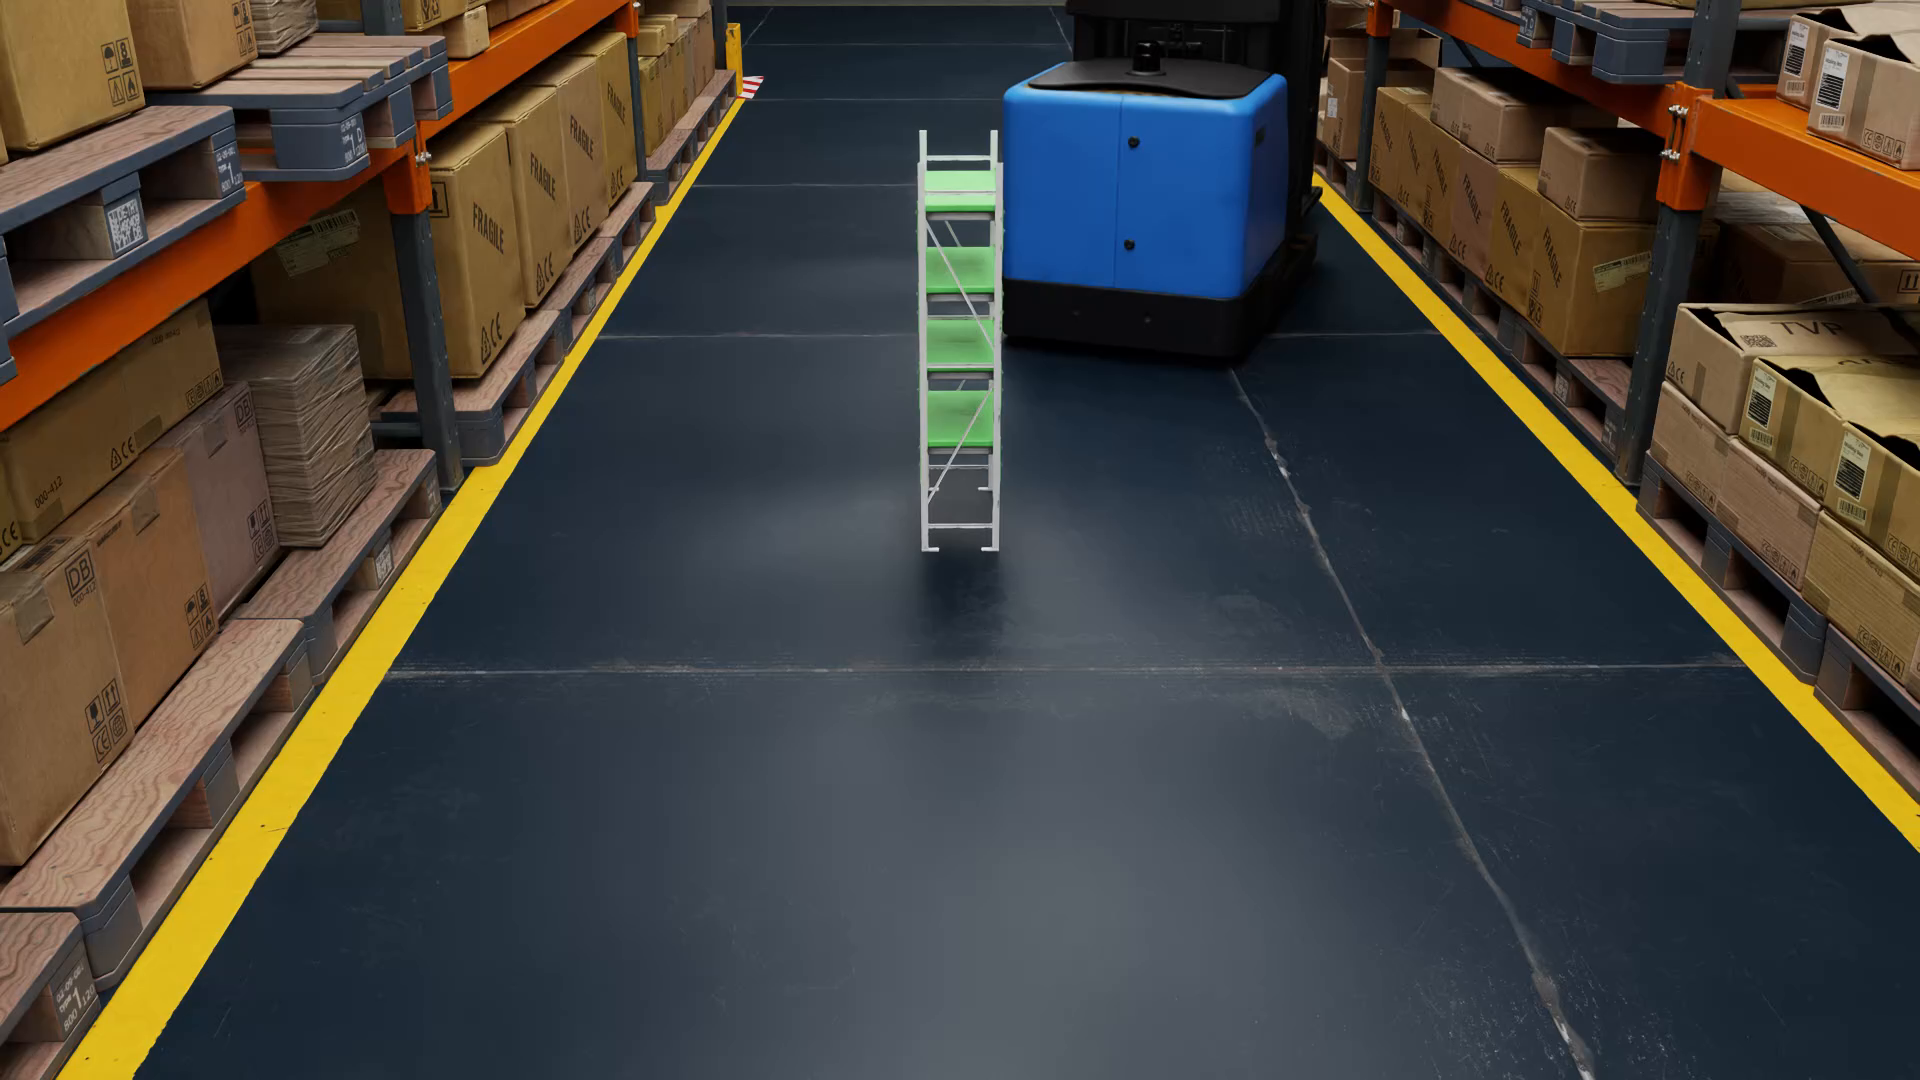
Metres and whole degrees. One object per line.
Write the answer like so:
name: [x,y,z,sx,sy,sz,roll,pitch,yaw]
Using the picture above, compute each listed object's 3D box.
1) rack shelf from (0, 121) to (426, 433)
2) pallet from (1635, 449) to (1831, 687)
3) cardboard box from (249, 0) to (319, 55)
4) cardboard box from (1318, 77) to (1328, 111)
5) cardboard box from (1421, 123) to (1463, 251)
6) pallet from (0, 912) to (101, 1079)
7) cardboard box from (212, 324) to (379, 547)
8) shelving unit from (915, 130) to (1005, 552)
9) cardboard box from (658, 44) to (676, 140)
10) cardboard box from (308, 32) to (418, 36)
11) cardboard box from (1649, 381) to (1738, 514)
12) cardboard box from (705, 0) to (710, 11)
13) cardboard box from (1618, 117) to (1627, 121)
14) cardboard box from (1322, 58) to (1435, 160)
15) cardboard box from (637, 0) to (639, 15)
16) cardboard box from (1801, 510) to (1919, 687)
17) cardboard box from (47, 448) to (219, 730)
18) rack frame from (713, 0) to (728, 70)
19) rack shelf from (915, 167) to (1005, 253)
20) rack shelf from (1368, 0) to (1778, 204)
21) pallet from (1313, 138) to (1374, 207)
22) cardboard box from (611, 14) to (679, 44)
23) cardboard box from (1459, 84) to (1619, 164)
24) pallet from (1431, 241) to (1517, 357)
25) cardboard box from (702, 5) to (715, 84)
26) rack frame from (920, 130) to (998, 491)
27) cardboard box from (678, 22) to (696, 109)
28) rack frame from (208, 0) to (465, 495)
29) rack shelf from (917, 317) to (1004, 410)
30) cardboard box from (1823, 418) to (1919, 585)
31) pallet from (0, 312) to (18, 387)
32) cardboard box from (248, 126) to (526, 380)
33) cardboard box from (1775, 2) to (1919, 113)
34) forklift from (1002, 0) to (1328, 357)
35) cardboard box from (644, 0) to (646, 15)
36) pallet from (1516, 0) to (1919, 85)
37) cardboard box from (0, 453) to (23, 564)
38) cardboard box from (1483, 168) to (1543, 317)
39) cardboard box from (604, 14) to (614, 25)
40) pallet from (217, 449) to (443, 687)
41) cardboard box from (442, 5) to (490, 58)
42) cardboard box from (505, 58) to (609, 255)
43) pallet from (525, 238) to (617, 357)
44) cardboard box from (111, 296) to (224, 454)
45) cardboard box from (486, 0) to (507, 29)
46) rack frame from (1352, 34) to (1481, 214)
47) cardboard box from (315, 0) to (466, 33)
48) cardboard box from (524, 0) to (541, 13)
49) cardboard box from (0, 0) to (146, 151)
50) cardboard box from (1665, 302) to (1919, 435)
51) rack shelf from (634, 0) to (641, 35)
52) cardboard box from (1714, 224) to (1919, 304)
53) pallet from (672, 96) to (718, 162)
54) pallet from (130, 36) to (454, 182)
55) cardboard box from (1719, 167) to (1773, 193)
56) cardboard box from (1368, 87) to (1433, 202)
rack shelf: [-2.176,-0.392,3.349,1.077,0.370,4.000,0,24,-1]
pallet: [2.726,0.043,4.899,1.003,0.211,1.213,0,24,-1]
cardboard box: [-2.182,-1.596,4.483,0.700,0.500,0.500,-3,25,-7]
cardboard box: [2.414,-2.733,10.383,0.500,0.311,0.500,0,24,-1]
cardboard box: [2.489,-1.651,7.760,0.500,0.500,0.500,0,24,0]
pallet: [-2.164,1.055,2.662,1.003,0.211,1.213,0,24,-1]
cardboard box: [-2.137,-0.309,4.792,0.700,0.500,0.500,0,24,0]
shelving unit: [-0.002,-0.615,5.154,0.258,1.200,0.503,0,24,-1]
cardboard box: [-2.149,-2.760,10.236,0.700,0.500,0.500,0,24,-1]
cardboard box: [-1.969,-1.575,5.372,0.380,0.149,0.250,-1,24,-1]
cardboard box: [2.468,-0.289,5.075,0.500,0.250,0.500,0,24,-1]
cardboard box: [-1.993,-3.848,11.854,0.380,0.149,0.250,-1,24,-1]
cardboard box: [3.001,-1.871,8.247,0.500,0.500,0.500,0,24,0]
cardboard box: [2.423,-2.511,9.660,0.500,0.500,0.500,0,24,-1]
cardboard box: [-2.366,-3.534,11.160,0.380,0.149,0.250,0,24,0]
cardboard box: [2.486,0.133,4.144,0.500,0.250,0.500,-1,24,-2]
cardboard box: [-2.214,0.109,3.869,0.700,0.500,0.500,0,24,-1]
rack frame: [-2.285,-4.840,12.311,1.000,3.000,0.127,0,24,-1]
rack shelf: [-0.002,-0.994,4.982,0.258,0.148,0.480,0,24,-1]
rack shelf: [2.734,-2.064,7.046,1.077,0.370,4.000,0,24,-1]
pallet: [2.706,-2.228,9.920,1.003,0.211,1.213,0,24,-1]
cardboard box: [-1.974,-3.205,10.434,0.380,0.149,0.250,-1,24,-2]
cardboard box: [2.491,-1.800,7.178,0.500,0.250,0.500,-1,24,-2]
pallet: [2.775,-1.106,7.439,1.003,0.211,1.213,0,24,-1]
cardboard box: [-2.177,-3.604,12.103,0.700,0.500,0.500,0,24,-1]
rack frame: [-0.004,-0.715,5.376,0.240,1.200,0.015,0,24,-1]
cardboard box: [-2.165,-3.191,11.189,0.700,0.500,0.500,-1,24,-2]
rack frame: [-2.197,-1.543,5.023,1.000,3.000,0.127,0,24,-1]
rack shelf: [-0.002,-0.557,5.180,0.258,0.148,0.480,0,24,-1]
cardboard box: [2.486,-0.118,4.016,0.500,0.311,0.500,-1,24,-2]
pallet: [-2.017,-0.123,2.116,1.003,0.211,1.213,0,24,-1]
cardboard box: [-2.074,-1.059,6.050,0.750,0.750,0.750,-1,24,-1]
cardboard box: [2.716,-1.377,4.762,0.500,0.311,0.500,1,24,3]
forklift: [1.133,-2.655,7.564,1.130,2.935,3.031,8,26,18]
cardboard box: [-2.372,-3.742,11.620,0.380,0.149,0.250,0,24,0]
pallet: [2.678,-1.759,5.732,1.213,0.211,1.003,0,24,-1]
cardboard box: [-2.196,0.003,3.194,0.500,0.250,0.500,-1,24,-2]
cardboard box: [2.506,-1.226,6.821,0.500,0.500,0.500,-1,24,-2]
cardboard box: [-2.357,-3.217,10.460,0.380,0.149,0.250,0,24,0]
pallet: [-2.190,0.049,4.885,1.003,0.211,1.213,0,24,-1]
cardboard box: [-1.882,-1.789,5.845,0.380,0.149,0.250,0,24,1]
cardboard box: [-2.091,-1.770,7.623,0.750,0.750,0.750,0,24,1]
pallet: [-2.141,-1.100,7.425,1.003,0.211,1.213,0,24,-1]
cardboard box: [-2.194,-0.415,4.117,0.500,0.250,0.500,0,24,0]
cardboard box: [-2.011,-2.105,6.544,0.380,0.149,0.250,0,24,0]
rack frame: [2.712,-3.215,8.720,1.000,3.000,0.127,0,24,-1]
cardboard box: [-1.947,-1.935,5.382,0.500,0.500,0.500,0,24,1]
cardboard box: [-1.993,-2.315,7.009,0.380,0.149,0.250,0,24,1]
cardboard box: [-2.146,-1.083,3.348,0.700,0.500,0.500,0,24,-1]
cardboard box: [2.468,-0.544,4.960,0.500,0.311,0.500,1,24,1]
rack shelf: [-2.263,-3.688,10.637,1.077,0.370,4.000,0,24,-1]
cardboard box: [3.037,-0.818,5.917,0.500,0.500,0.500,1,24,2]
pallet: [-2.187,-2.739,11.049,1.003,0.211,1.213,0,24,-1]
pallet: [-2.083,-1.163,4.414,1.213,0.211,1.003,0,24,-1]
cardboard box: [3.025,-1.240,6.851,0.500,0.500,0.500,-1,24,-1]
cardboard box: [2.474,-2.077,8.701,0.500,0.500,0.500,-1,24,-3]
